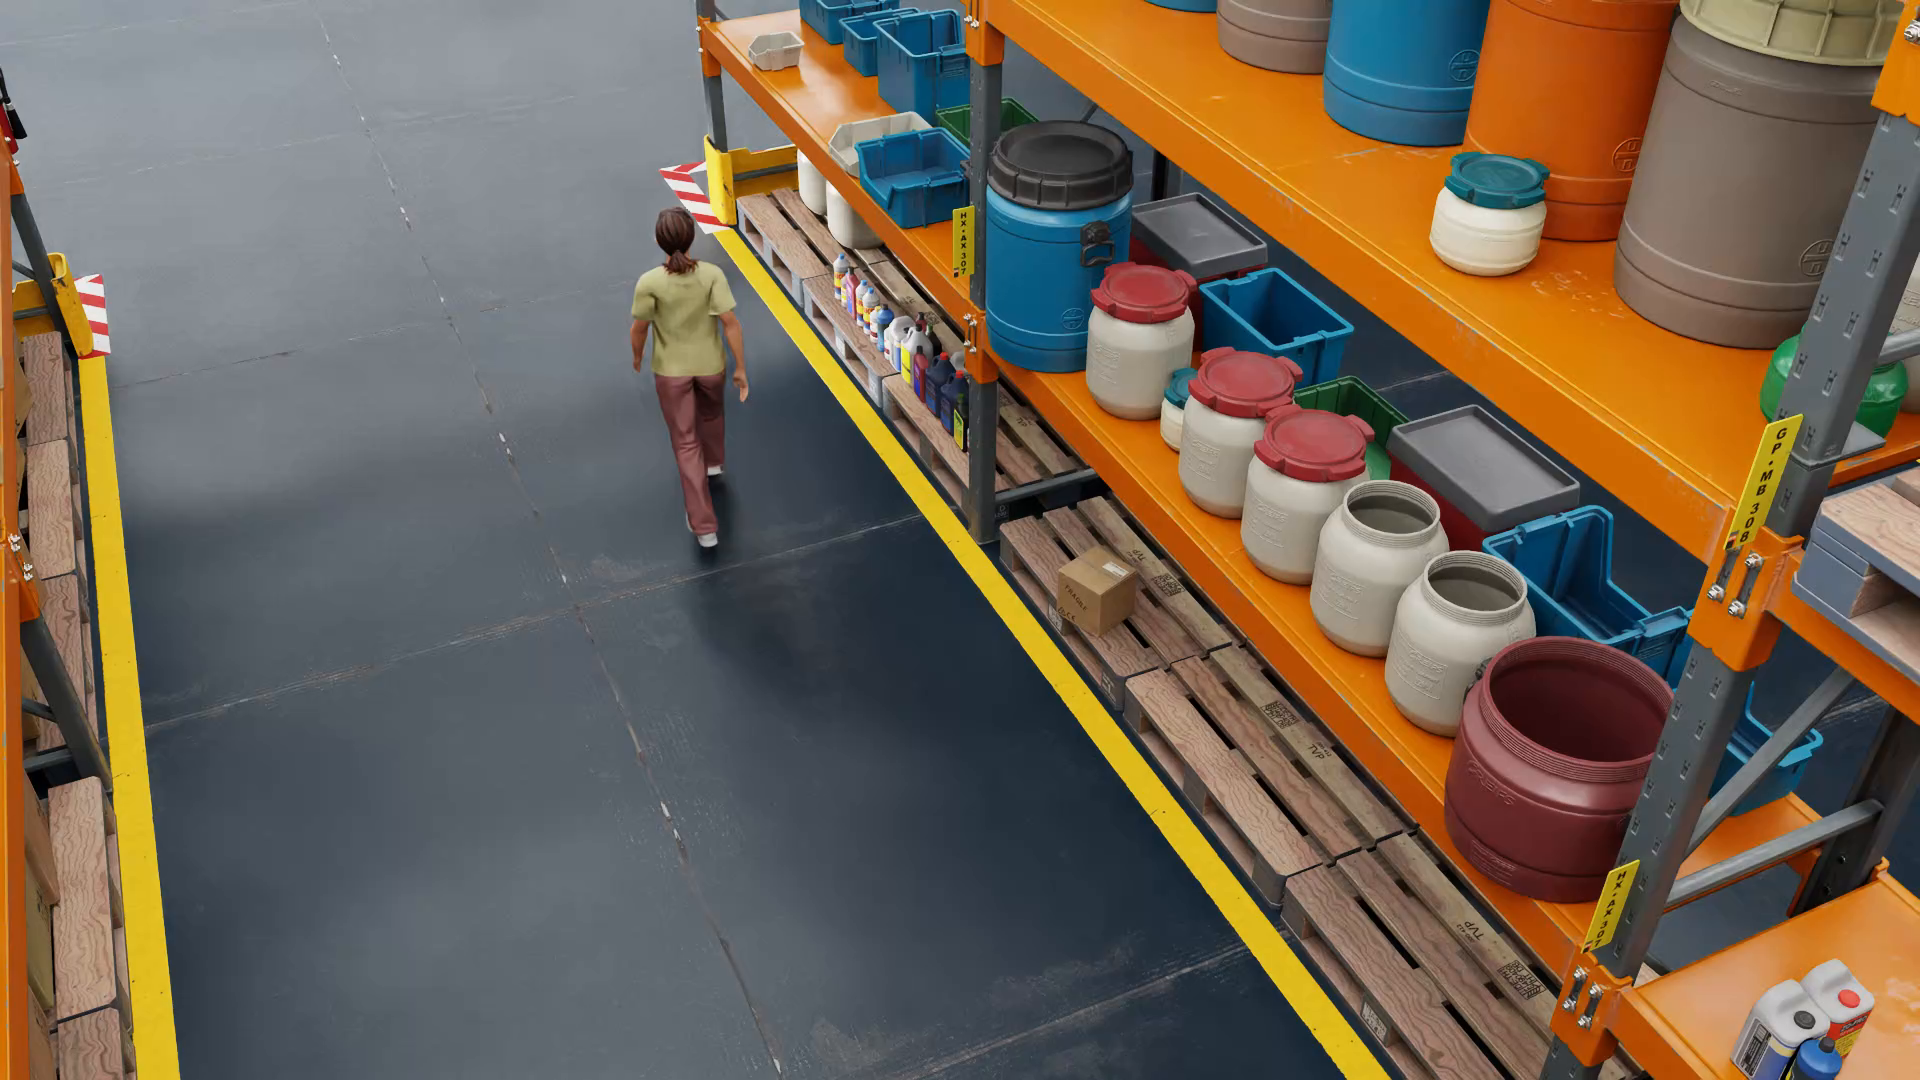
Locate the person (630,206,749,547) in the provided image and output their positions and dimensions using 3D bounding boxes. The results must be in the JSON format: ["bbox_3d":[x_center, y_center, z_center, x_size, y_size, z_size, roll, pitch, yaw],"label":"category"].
[{"bbox_3d":[-1.307,-0.840,7.954,0.497,1.664,0.882,-12,39,-15],"label":"person"}]
